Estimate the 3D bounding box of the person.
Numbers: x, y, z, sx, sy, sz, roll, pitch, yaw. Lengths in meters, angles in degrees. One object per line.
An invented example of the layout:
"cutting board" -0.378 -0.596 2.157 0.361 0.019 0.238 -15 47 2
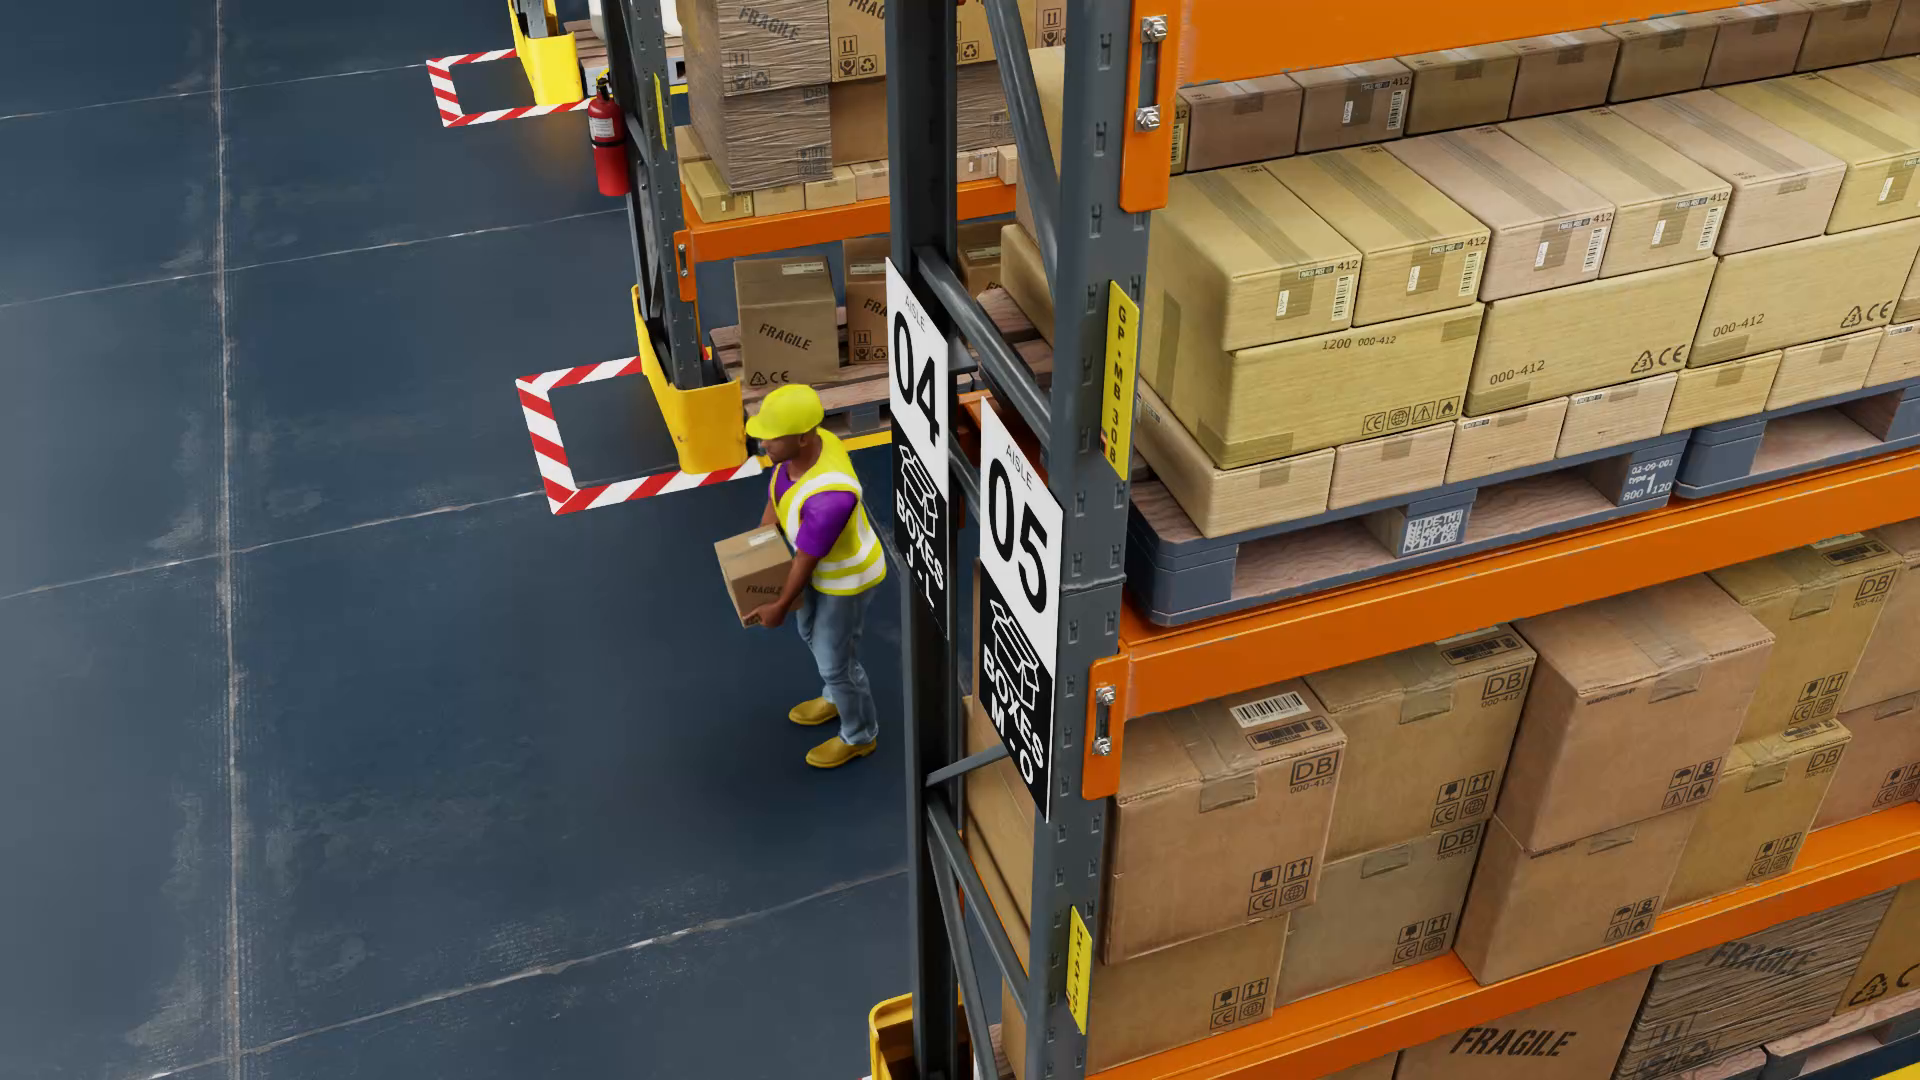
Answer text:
"person" -0.588 0.143 6.455 0.586 1.752 0.503 -13 39 -17
